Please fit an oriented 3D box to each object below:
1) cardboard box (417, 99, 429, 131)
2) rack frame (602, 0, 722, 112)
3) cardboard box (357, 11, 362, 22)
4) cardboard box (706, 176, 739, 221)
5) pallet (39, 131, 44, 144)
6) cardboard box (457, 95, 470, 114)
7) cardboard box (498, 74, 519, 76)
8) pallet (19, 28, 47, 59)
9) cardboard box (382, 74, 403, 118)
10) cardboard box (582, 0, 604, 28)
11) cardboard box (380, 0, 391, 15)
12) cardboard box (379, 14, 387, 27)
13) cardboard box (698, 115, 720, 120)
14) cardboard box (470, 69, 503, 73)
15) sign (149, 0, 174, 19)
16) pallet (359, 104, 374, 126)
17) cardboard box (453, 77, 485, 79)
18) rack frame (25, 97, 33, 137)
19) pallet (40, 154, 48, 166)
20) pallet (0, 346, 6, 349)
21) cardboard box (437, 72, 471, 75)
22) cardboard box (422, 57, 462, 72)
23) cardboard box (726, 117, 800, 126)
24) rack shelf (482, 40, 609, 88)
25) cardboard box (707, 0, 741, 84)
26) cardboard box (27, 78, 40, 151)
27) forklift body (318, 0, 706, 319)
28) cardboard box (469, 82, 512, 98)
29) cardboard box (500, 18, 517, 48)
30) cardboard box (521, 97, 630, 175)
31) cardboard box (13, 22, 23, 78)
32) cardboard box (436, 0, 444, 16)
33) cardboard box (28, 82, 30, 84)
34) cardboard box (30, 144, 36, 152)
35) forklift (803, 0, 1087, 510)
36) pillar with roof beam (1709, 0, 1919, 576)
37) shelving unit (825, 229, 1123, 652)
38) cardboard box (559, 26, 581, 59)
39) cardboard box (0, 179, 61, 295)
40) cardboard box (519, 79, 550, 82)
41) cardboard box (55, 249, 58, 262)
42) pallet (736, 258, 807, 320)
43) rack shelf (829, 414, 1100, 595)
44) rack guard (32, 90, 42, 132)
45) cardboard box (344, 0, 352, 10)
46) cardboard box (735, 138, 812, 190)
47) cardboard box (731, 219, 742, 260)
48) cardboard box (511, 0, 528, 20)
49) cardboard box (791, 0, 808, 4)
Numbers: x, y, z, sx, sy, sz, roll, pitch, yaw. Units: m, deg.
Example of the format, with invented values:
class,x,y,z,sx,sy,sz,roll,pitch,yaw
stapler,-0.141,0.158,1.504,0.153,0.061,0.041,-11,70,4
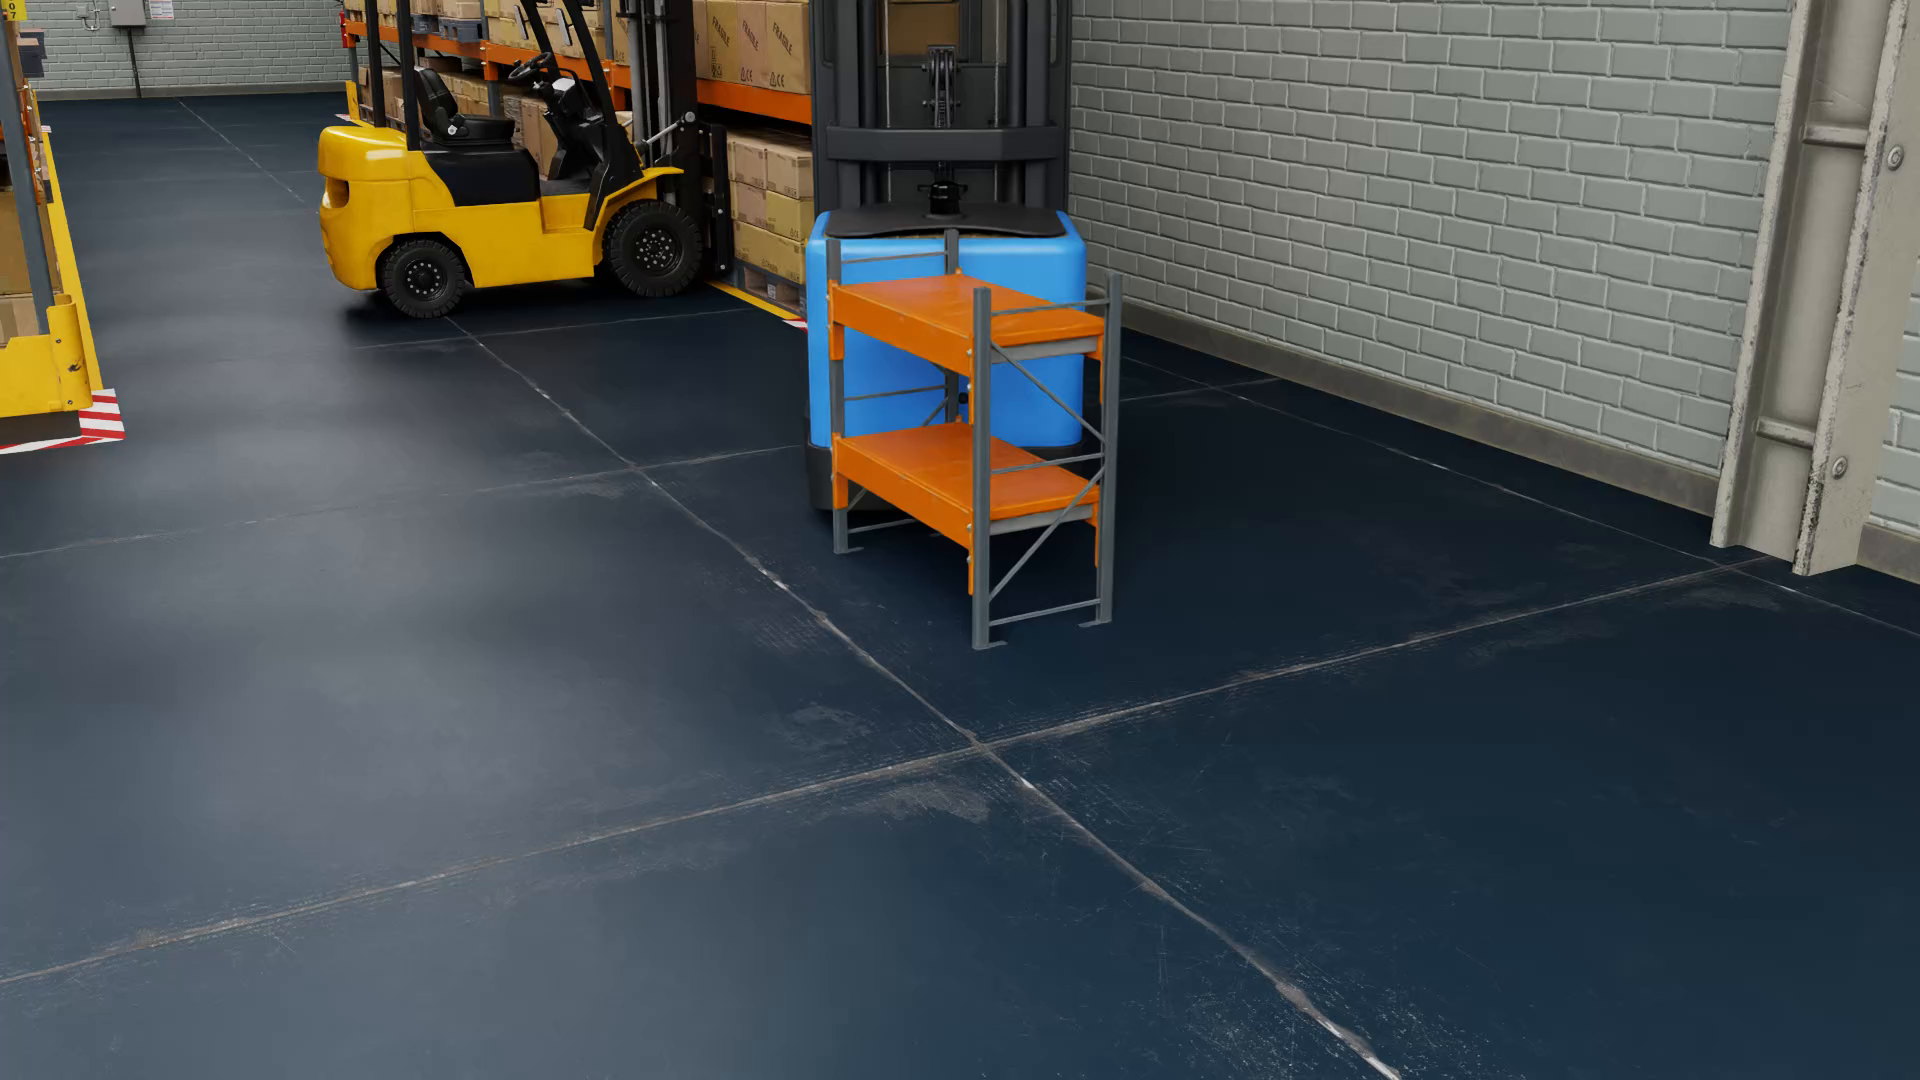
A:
class,x,y,z,sx,sy,sz,roll,pitch,yaw
cardboard box,-6.007,-5.043,19.337,0.500,0.500,0.500,-9,21,-24
rack frame,-2.239,-3.904,12.845,1.000,3.000,0.127,-10,21,-27
cardboard box,-7.862,-7.027,22.282,0.380,0.149,0.250,-9,21,-25
cardboard box,-1.339,-2.272,10.923,0.500,0.250,0.500,-11,22,-28
pallet,-10.697,-4.342,18.392,1.003,0.211,1.213,-10,21,-27
cardboard box,-5.008,-4.452,17.623,0.500,0.500,0.500,-9,21,-24
cardboard box,-4.958,-5.098,18.500,0.380,0.149,0.250,-10,21,-26
pallet,-8.073,-4.003,13.428,1.213,0.211,1.003,-10,21,-27
cardboard box,-6.866,-5.626,21.024,0.700,0.500,0.500,-11,22,-29
cardboard box,-2.698,-4.170,13.082,0.500,0.250,0.500,-10,22,-28
cardboard box,-6.746,-6.520,20.201,0.500,0.250,0.500,-10,21,-26
cardboard box,-6.946,-6.424,20.536,0.380,0.149,0.250,-10,22,-27
cardboard box,-2.052,-2.939,12.089,0.500,0.250,0.500,-10,21,-27
cardboard box,-5.480,-5.388,19.341,0.380,0.149,0.250,-10,21,-27
sign,-12.748,-8.568,26.509,0.329,0.494,0.001,-10,21,-27
pallet,-7.522,-5.780,22.557,1.003,0.211,1.213,-10,21,-27
cardboard box,-5.273,-4.941,18.047,0.380,0.149,0.250,-10,21,-26
rack frame,-8.505,-4.282,13.942,1.000,3.000,0.127,-10,21,-27
pallet,-9.389,-3.552,16.100,1.003,0.211,1.213,-10,21,-27
pallet,-5.097,-0.928,8.496,1.003,0.211,1.213,-10,21,-27
cardboard box,-5.771,-5.240,18.912,0.380,0.149,0.250,-11,22,-29
cardboard box,-5.937,-5.453,19.073,0.380,0.149,0.250,-11,22,-29
cardboard box,-1.353,-2.873,11.898,0.500,0.250,0.500,-10,21,-26
rack shelf,-3.189,-4.138,14.627,1.077,0.370,4.000,-10,21,-27
cardboard box,-1.287,-3.201,10.655,0.500,0.500,0.500,-10,22,-28
cardboard box,-9.604,-4.201,16.320,0.875,0.875,0.875,-9,21,-25
forklift body,-2.846,-2.616,10.415,2.313,2.155,1.214,-10,21,-27
cardboard box,-4.839,-4.634,17.156,0.380,0.149,0.250,-11,22,-28
cardboard box,-3.909,-4.671,15.298,0.500,0.250,0.500,-10,22,-28
cardboard box,-3.537,-3.760,15.427,0.875,0.625,0.625,-9,21,-25
cardboard box,-4.936,-2.500,8.170,0.500,0.500,0.500,-9,21,-25
cardboard box,-5.077,-5.739,17.363,0.797,0.503,0.637,-11,22,-28
cardboard box,-11.903,-5.392,20.443,0.875,0.438,0.875,-11,22,-28
cardboard box,-5.846,-2.113,10.078,0.500,0.500,0.500,-10,21,-26
forklift,-0.087,-1.925,7.216,1.130,2.935,3.031,-1,19,-1
pillar with roof beam,-0.817,-3.541,2.599,9.100,9.000,0.400,-10,21,-27
shelving unit,0.017,-0.375,5.494,0.538,1.125,1.048,-10,22,-27
cardboard box,-2.953,-4.080,13.587,0.500,0.250,0.500,-10,21,-27
cardboard box,-4.858,-1.520,8.359,0.500,0.500,0.500,-11,22,-28
cardboard box,-4.451,-4.805,17.652,0.380,0.149,0.250,-11,22,-29
cardboard box,-5.352,-1.461,9.338,0.500,0.250,0.500,-8,21,-23
pallet,-0.740,-1.650,10.590,1.003,0.211,1.213,-10,21,-27
rack shelf,0.017,-0.144,5.574,0.538,0.278,1.000,-10,22,-27
rack guard,-12.316,-5.404,21.025,1.175,0.500,0.348,-10,21,-27
cardboard box,-7.959,-7.246,22.306,0.500,0.250,0.500,-10,21,-26
cardboard box,-1.081,-2.356,10.400,0.500,0.250,0.500,-10,21,-26
cardboard box,-1.299,-2.029,10.985,0.500,0.250,0.500,-10,21,-26
cardboard box,-3.674,-4.755,14.777,0.500,0.250,0.500,-11,22,-28
cardboard box,-0.751,-3.165,9.558,0.380,0.149,0.250,-10,21,-26
